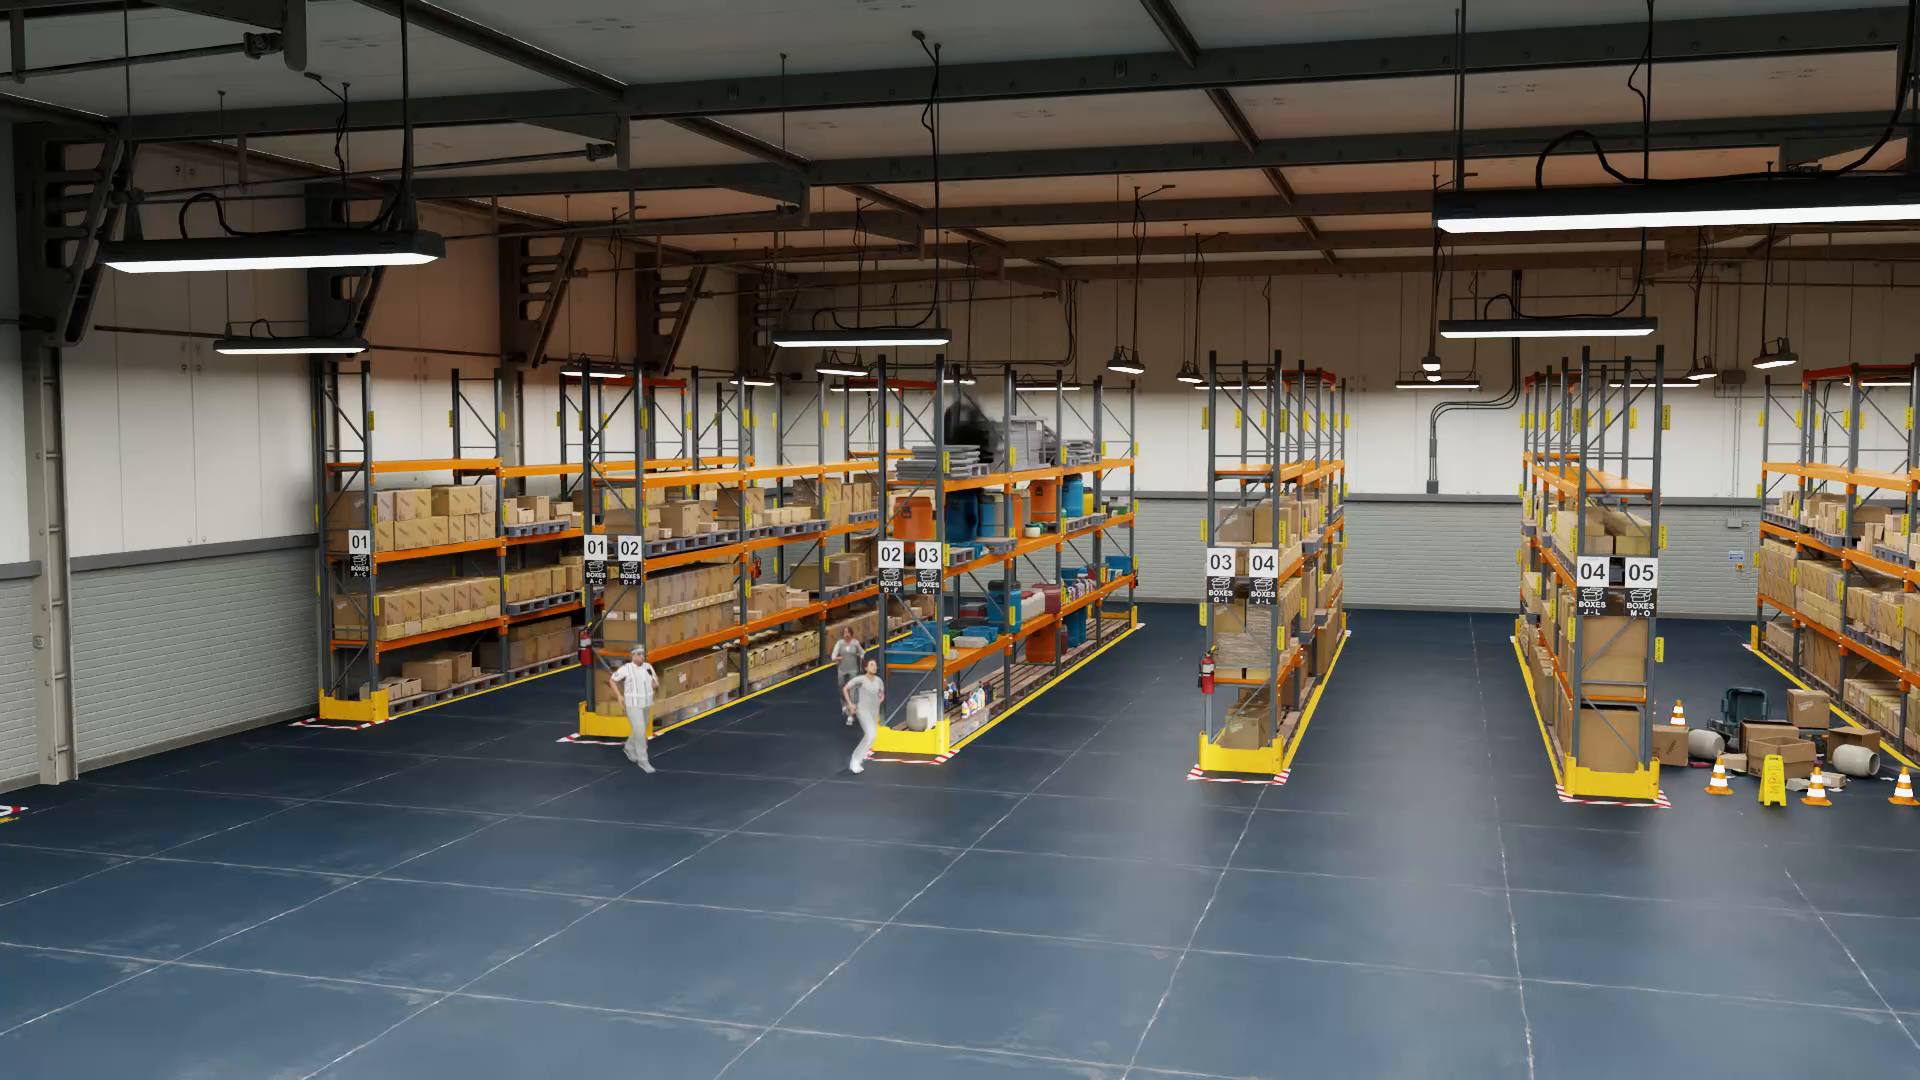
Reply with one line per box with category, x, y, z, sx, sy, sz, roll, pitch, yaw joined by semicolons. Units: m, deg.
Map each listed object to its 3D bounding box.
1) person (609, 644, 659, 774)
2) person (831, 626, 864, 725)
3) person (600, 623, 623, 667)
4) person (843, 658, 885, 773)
person;-4.621;2.392;23.932;0.884;1.812;0.651;4;5;41
person;-1.862;2.211;27.589;0.535;1.592;0.887;0;4;0
person;-6.391;1.958;30.955;0.612;1.670;0.929;1;4;9
person;-1.307;2.492;23.682;0.579;1.612;0.591;-4;6;-44
